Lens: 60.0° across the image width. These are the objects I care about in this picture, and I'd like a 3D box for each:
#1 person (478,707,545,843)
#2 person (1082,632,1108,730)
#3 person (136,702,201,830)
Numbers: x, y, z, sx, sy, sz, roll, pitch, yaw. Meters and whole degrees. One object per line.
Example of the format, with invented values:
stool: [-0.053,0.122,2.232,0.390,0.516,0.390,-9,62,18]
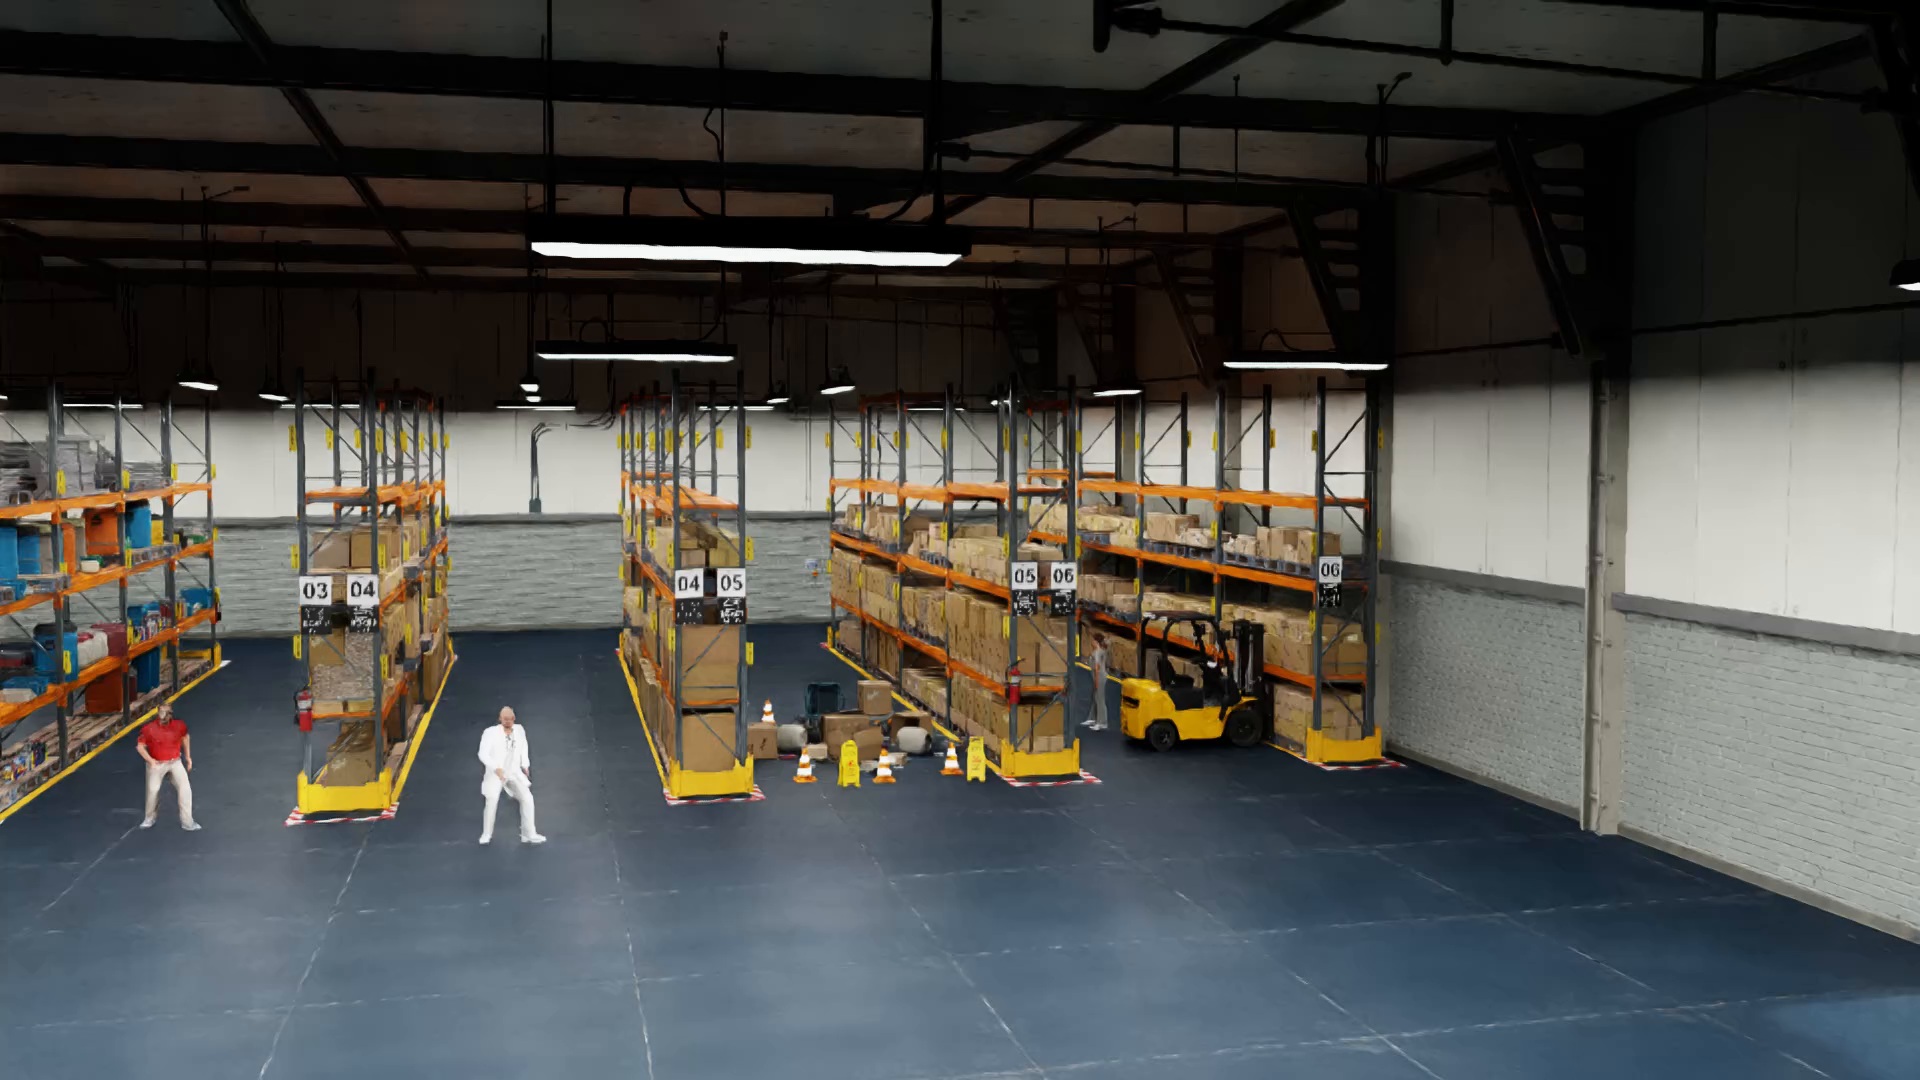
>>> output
person: [-5.643,2.905,20.601,0.708,1.722,0.840,-2,4,-33]
person: [2.362,2.431,28.860,0.471,1.673,0.486,1,4,15]
person: [-10.202,2.886,21.379,0.700,1.658,0.863,-2,4,-31]
